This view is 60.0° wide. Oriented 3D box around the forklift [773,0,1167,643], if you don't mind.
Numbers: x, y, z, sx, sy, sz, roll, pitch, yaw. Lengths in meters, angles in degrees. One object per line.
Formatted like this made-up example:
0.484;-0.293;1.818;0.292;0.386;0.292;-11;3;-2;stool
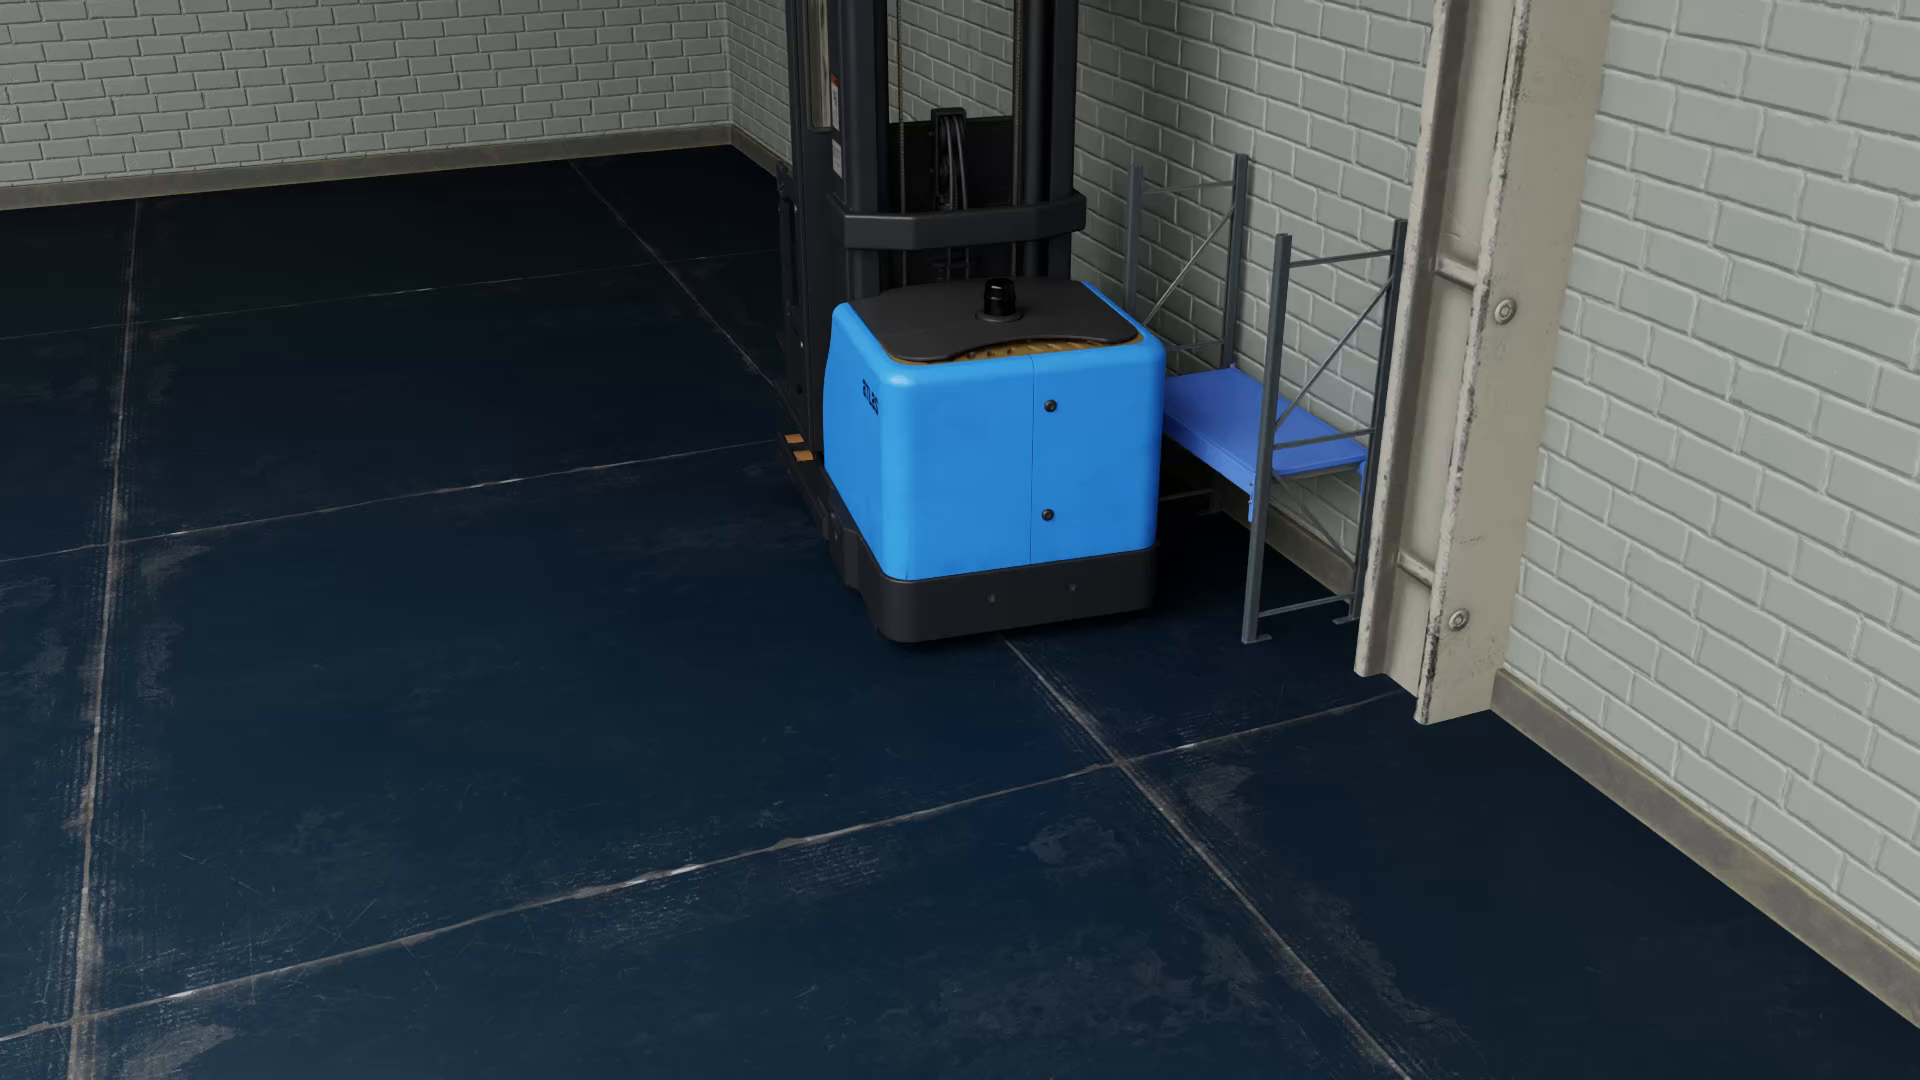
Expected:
-0.179;-1.582;6.649;1.130;2.935;3.031;-7;27;-15;forklift

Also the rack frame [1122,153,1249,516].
0.863;-0.757;6.591;0.500;1.500;0.032;-10;28;-20;rack frame

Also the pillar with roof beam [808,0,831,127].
-4.717;-5.219;7.183;9.100;9.000;0.400;-11;28;-21;pillar with roof beam

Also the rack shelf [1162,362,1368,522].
1.057;-0.389;6.248;0.538;0.185;1.000;-10;28;-20;rack shelf

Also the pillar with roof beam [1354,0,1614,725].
-2.367;-2.797;2.222;9.100;9.000;0.400;-11;28;-21;pillar with roof beam

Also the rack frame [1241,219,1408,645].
1.252;-0.345;5.747;0.500;1.500;0.032;-10;28;-20;rack frame

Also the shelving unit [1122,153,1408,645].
1.057;-0.551;6.169;0.538;1.500;1.048;-10;28;-20;shelving unit
